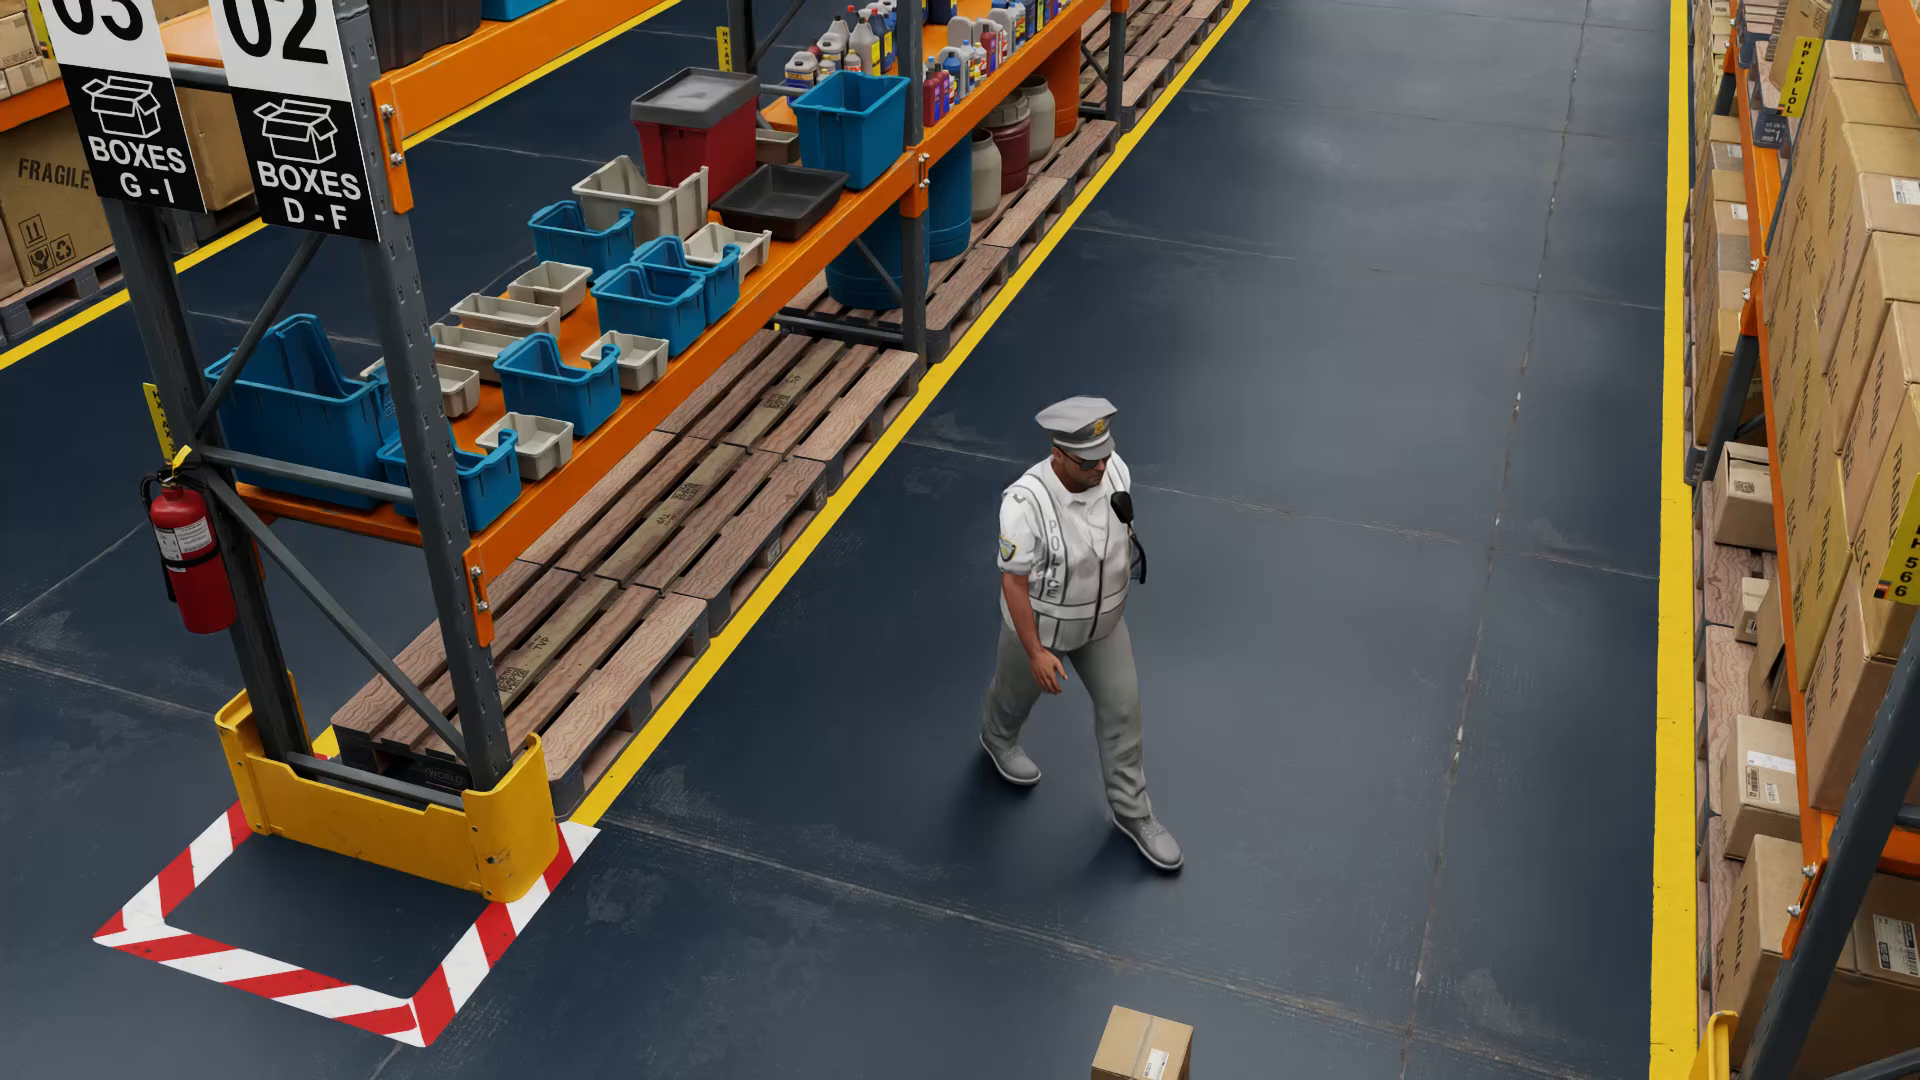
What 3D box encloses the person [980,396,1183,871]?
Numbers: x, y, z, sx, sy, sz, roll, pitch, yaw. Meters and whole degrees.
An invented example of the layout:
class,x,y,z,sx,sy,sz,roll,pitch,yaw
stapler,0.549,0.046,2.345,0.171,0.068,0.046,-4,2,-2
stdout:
class,x,y,z,sx,sy,sz,roll,pitch,yaw
person,0.380,0.280,5.699,0.539,1.717,0.932,-17,37,-24
